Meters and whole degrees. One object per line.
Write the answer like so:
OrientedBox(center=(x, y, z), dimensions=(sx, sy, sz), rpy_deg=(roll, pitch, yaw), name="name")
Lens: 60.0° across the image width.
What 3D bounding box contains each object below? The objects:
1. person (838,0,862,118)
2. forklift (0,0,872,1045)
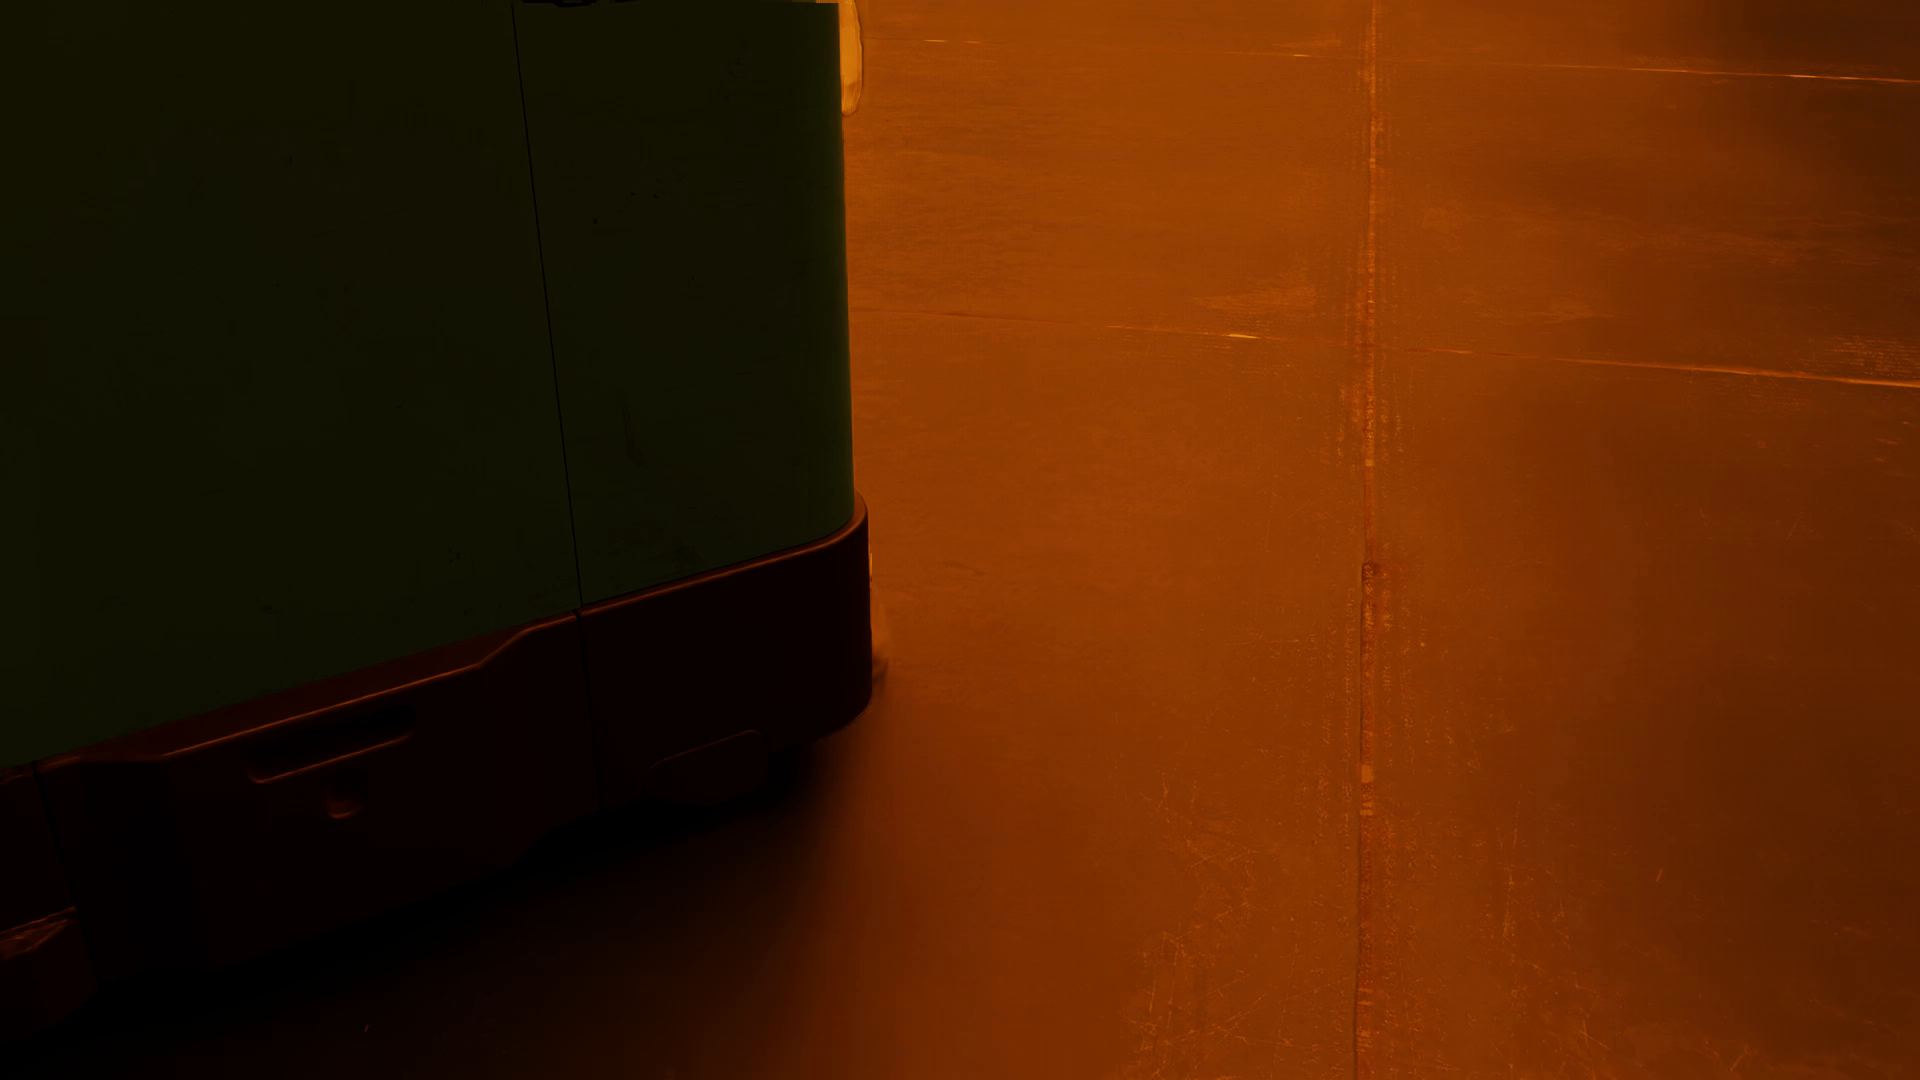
OrientedBox(center=(-0.644, -0.682, 2.284), dimensions=(1.160, 1.450, 1.028), rpy_deg=(5, 27, 9), name="person")
OrientedBox(center=(-1.618, -0.872, 0.975), dimensions=(3.031, 2.935, 1.130), rpy_deg=(-16, 31, -29), name="forklift")
